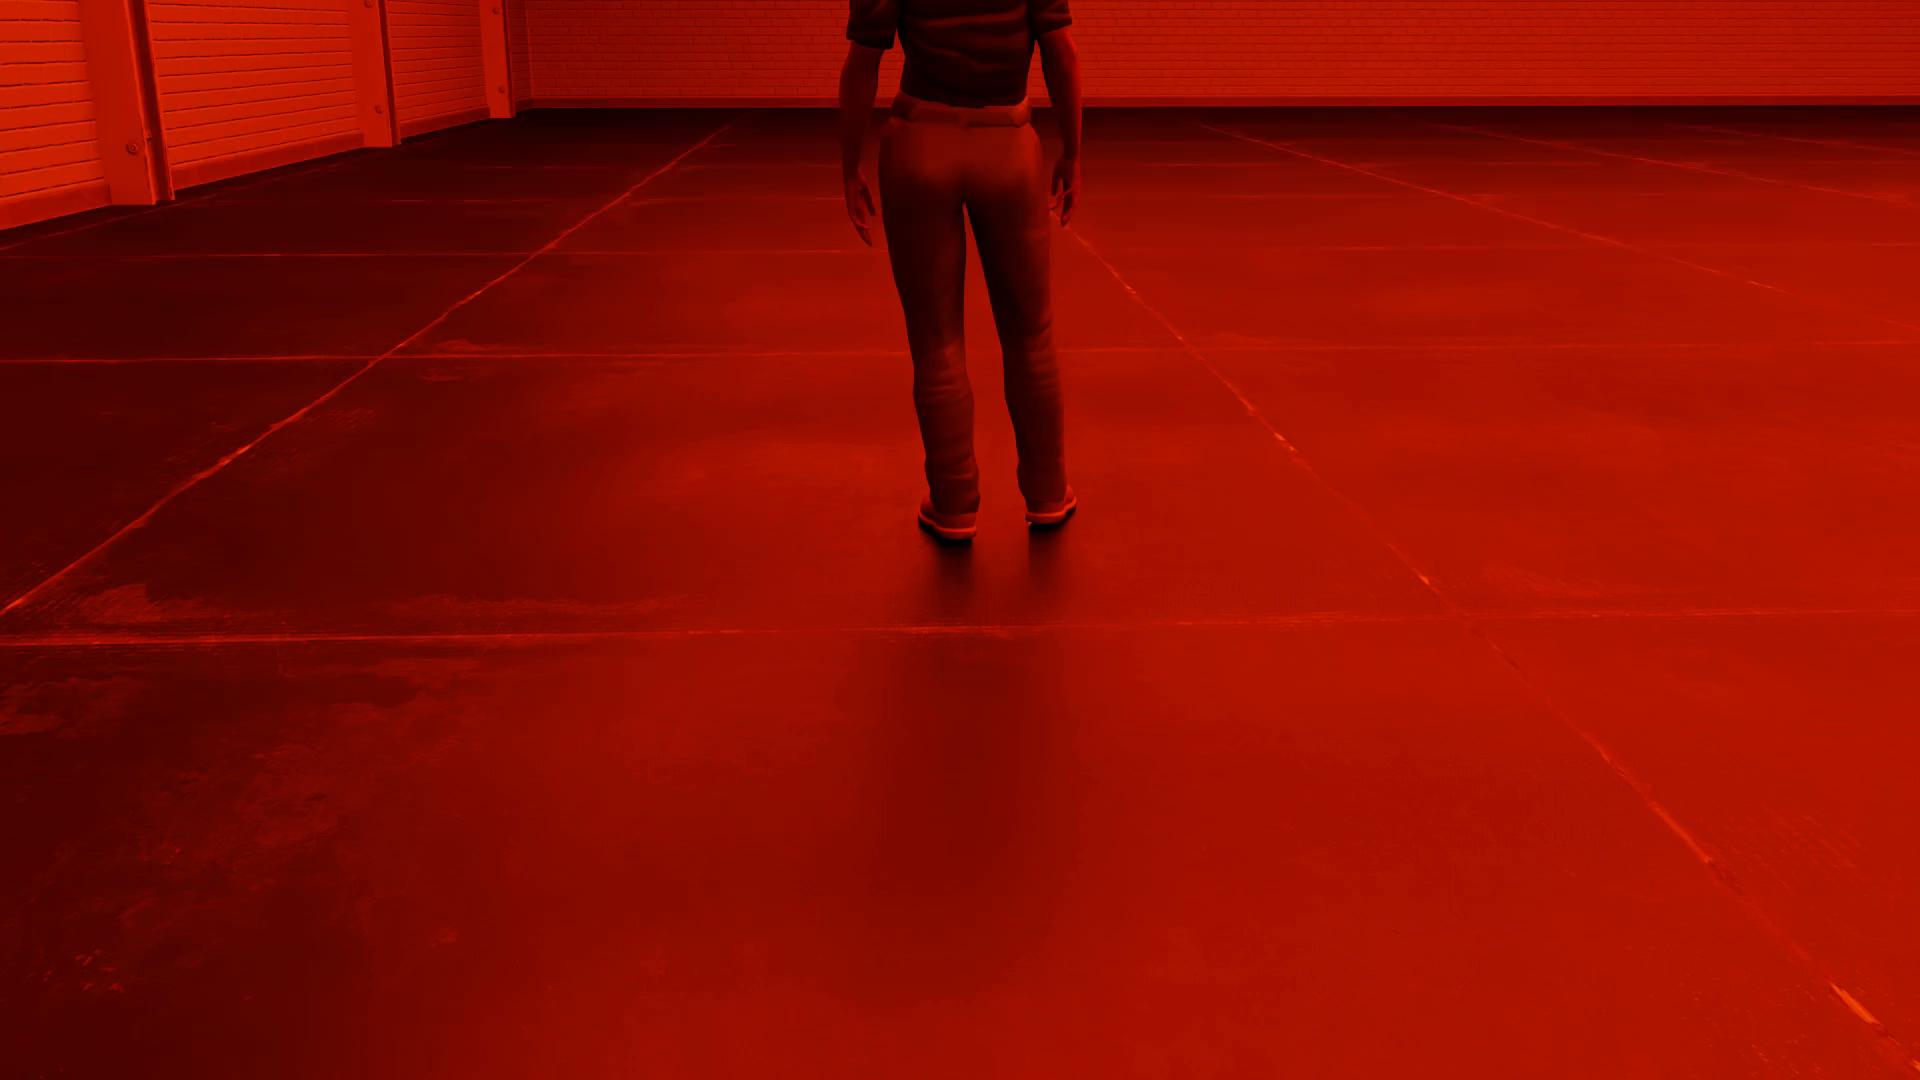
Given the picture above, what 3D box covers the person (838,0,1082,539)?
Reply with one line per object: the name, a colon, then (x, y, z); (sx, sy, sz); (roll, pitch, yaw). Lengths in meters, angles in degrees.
person: (0.016, -0.824, 3.759); (0.569, 1.654, 0.504); (-1, 17, -3)
